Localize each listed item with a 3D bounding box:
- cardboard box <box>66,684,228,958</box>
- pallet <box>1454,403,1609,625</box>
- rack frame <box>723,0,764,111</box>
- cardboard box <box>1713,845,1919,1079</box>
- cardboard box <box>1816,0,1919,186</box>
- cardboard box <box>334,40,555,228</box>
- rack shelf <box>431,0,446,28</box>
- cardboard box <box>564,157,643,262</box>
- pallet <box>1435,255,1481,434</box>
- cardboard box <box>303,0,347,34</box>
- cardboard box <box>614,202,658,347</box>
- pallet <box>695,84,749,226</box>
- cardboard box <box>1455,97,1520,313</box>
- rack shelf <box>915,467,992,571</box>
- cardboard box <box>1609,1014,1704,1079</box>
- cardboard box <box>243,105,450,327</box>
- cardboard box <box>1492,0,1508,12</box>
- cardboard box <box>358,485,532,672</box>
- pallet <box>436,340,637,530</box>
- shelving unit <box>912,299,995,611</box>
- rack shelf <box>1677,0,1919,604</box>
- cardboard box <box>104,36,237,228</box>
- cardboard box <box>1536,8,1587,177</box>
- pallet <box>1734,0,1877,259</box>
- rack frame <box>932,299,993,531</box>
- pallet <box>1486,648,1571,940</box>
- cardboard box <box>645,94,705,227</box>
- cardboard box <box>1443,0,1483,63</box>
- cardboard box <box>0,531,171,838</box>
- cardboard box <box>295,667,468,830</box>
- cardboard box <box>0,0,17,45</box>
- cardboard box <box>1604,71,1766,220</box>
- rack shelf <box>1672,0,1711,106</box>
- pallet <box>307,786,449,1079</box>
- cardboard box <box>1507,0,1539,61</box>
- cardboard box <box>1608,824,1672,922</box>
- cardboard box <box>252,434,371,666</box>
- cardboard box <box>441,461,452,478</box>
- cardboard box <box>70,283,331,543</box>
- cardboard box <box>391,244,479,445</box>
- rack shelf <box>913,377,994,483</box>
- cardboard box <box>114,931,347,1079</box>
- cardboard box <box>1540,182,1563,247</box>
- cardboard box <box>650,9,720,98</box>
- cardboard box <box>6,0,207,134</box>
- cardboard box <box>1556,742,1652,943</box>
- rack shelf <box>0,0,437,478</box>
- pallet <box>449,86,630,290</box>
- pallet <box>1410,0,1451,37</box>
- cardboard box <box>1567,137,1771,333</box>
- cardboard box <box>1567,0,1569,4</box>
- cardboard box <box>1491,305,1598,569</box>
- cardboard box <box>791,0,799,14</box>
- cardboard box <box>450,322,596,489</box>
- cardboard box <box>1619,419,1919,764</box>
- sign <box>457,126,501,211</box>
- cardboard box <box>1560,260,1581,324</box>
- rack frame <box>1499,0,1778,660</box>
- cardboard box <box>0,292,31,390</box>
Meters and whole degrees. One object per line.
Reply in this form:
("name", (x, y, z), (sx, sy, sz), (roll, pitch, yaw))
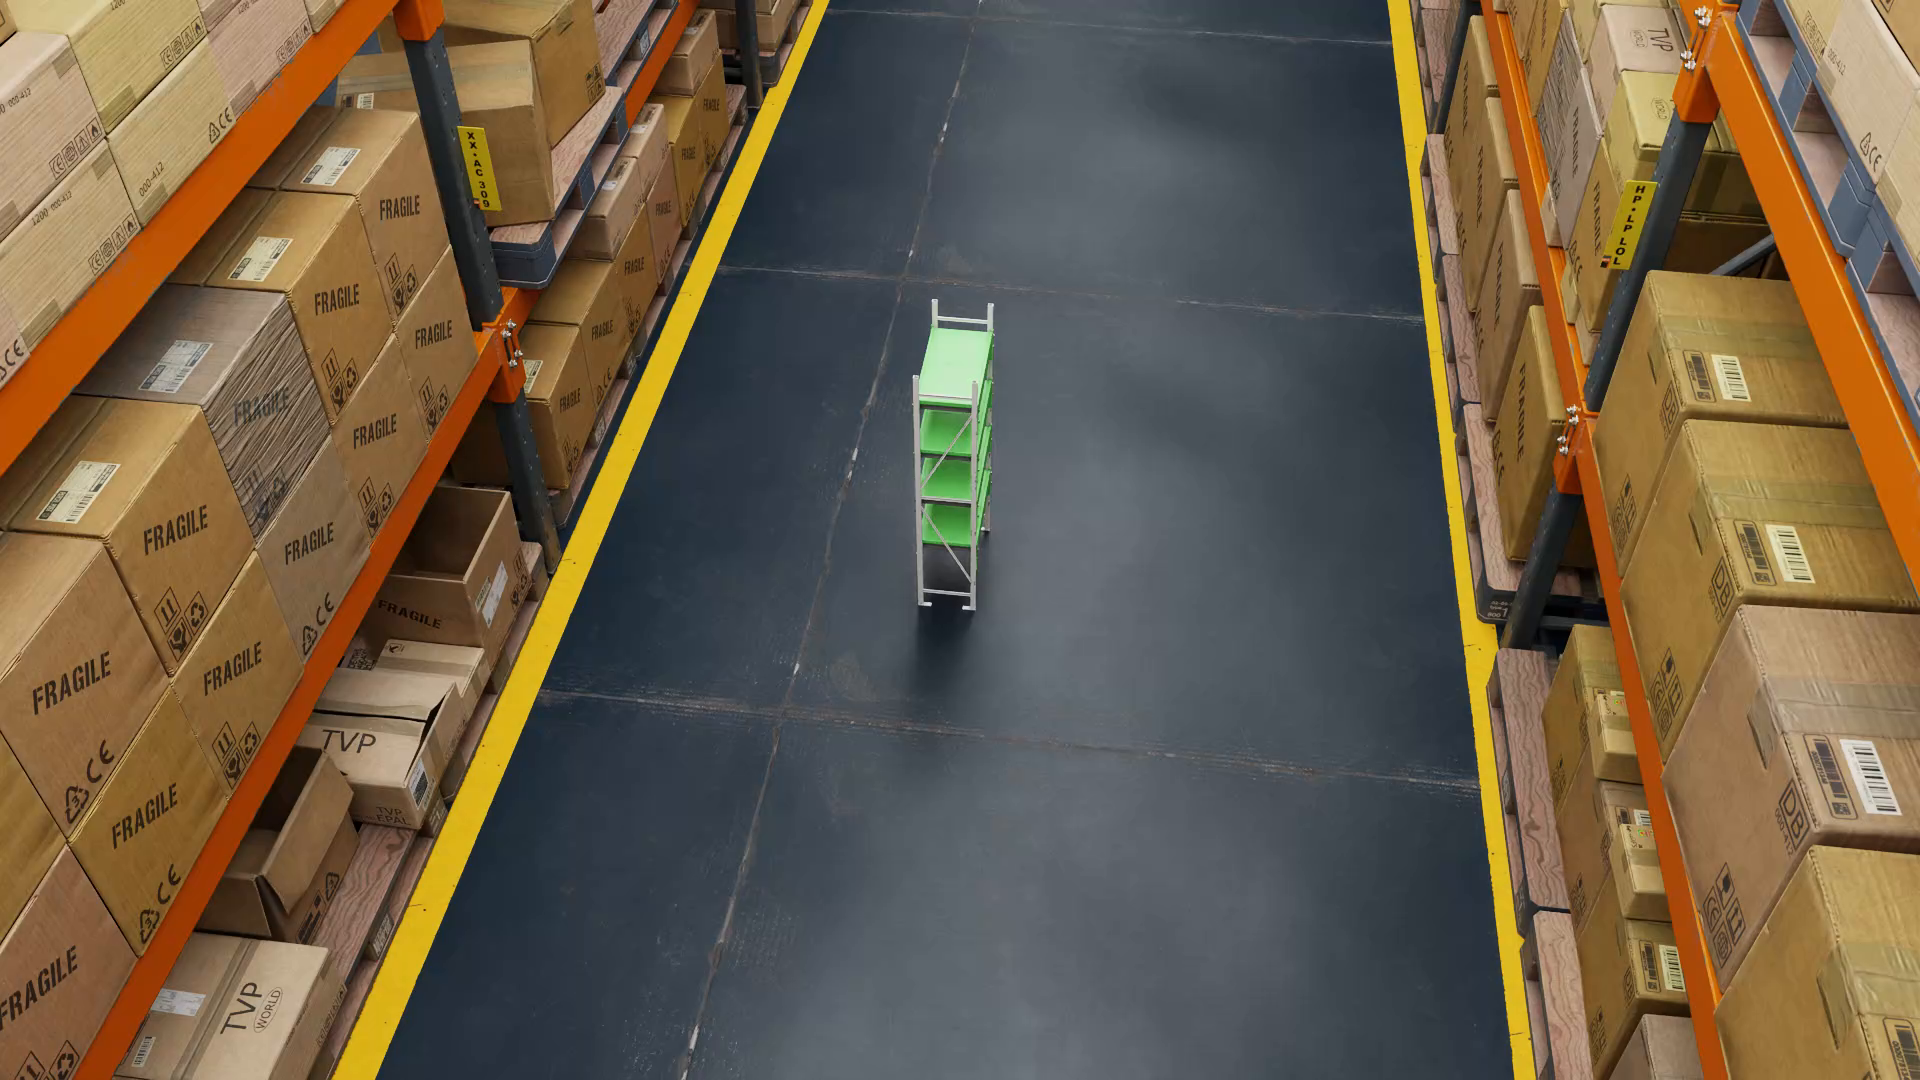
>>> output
("cardboard box", (-2.295, 0.694, 4.263), (0.500, 0.500, 0.500), (5, 44, 5))
("pallet", (2.719, -0.096, 7.198), (1.003, 0.211, 1.213), (5, 44, 6))
("rack frame", (-1.690, -3.750, 9.029), (1.000, 3.000, 0.127), (5, 44, 6))
("cardboard box", (2.306, 1.196, 3.587), (0.980, 0.700, 0.700), (5, 44, 5))
("cardboard box", (2.258, -1.007, 3.681), (0.500, 0.250, 0.500), (4, 44, 5))
("cardboard box", (-1.934, -1.515, 6.290), (0.700, 0.500, 0.500), (-8, 44, -9))
("rack shelf", (-1.954, -3.215, 6.805), (1.077, 0.370, 4.000), (5, 44, 6))
("cardboard box", (-1.781, -1.537, 7.645), (0.500, 0.250, 0.500), (5, 44, 6))
("pallet", (2.878, -0.930, 8.079), (1.003, 0.211, 1.213), (5, 44, 6))
("cardboard box", (-2.019, -1.703, 4.794), (0.500, 0.250, 0.500), (5, 44, 6))
("cardboard box", (-1.780, -1.288, 7.927), (0.500, 0.500, 0.500), (6, 44, 6))
("pallet", (-1.826, -2.232, 9.454), (1.003, 0.211, 1.213), (5, 44, 6))
("cardboard box", (2.871, -1.588, 8.004), (0.750, 0.750, 0.750), (5, 44, 5))
("rack shelf", (-0.022, -0.102, 6.927), (0.258, 0.148, 0.480), (5, 44, 6))
("cardboard box", (2.288, 1.735, 4.749), (0.700, 0.500, 0.500), (4, 44, 4))
("cardboard box", (-2.029, -1.055, 5.383), (0.500, 0.500, 0.500), (5, 44, 6))
("cardboard box", (2.787, -2.671, 8.057), (0.380, 0.149, 0.250), (6, 44, 7))
("cardboard box", (-2.013, 0.138, 6.421), (0.500, 0.500, 0.500), (5, 44, 6))
("pallet", (-2.149, -0.569, 7.698), (1.003, 0.211, 1.213), (5, 44, 6))
("shelving unit", (-0.022, -0.323, 6.718), (0.258, 1.200, 0.503), (5, 44, 6))
("rack shelf", (2.427, -0.041, 3.453), (1.077, 0.370, 4.000), (5, 44, 6))
("cardboard box", (-2.154, -1.022, 4.075), (0.500, 0.250, 0.500), (5, 44, 6))
("cardboard box", (2.636, -1.755, 6.619), (0.500, 0.500, 0.500), (5, 44, 6))
("pallet", (2.573, -1.077, 4.088), (1.003, 0.211, 1.213), (5, 44, 6))
("rack frame", (0.010, -0.489, 6.894), (0.240, 1.200, 0.015), (5, 44, 6))
("pallet", (2.514, 0.948, 6.096), (1.003, 0.211, 1.213), (5, 44, 6))
("cardboard box", (-1.650, -1.991, 8.669), (0.500, 0.500, 0.500), (4, 44, 4))
("cardboard box", (3.264, -3.050, 9.787), (0.700, 0.500, 0.500), (6, 44, 6))
("cardboard box", (-2.295, 0.327, 3.923), (0.500, 0.500, 0.500), (6, 44, 6))
("cardboard box", (-2.112, 0.718, 5.946), (0.500, 0.311, 0.500), (5, 44, 6))
("cardboard box", (-2.427, -1.154, 3.305), (0.700, 0.500, 0.500), (5, 44, 6))
("cardboard box", (2.500, -1.342, 5.636), (0.500, 0.250, 0.500), (6, 44, 7))
("rack shelf", (2.956, -2.767, 6.332), (1.077, 0.370, 4.000), (5, 44, 6))
("pallet", (-2.469, 1.291, 5.734), (1.003, 0.211, 1.213), (5, 44, 6))
("cardboard box", (2.758, -2.452, 7.354), (0.500, 0.500, 0.500), (5, 44, 5))
("cardboard box", (2.196, 1.016, 5.036), (0.380, 0.149, 0.250), (4, 44, 4))
("cardboard box", (-2.163, 0.006, 4.990), (0.500, 0.500, 0.500), (6, 44, 6))
("cardboard box", (-2.438, -0.638, 7.241), (0.500, 0.500, 0.500), (5, 44, 5))
("cardboard box", (-2.161, -0.362, 4.651), (0.500, 0.500, 0.500), (6, 44, 6))
("cardboard box", (-2.031, -0.696, 5.731), (0.500, 0.500, 0.500), (6, 44, 6))
("rack shelf", (-0.022, -0.451, 6.597), (0.258, 0.148, 0.480), (5, 44, 6))
("cardboard box", (-2.262, 1.515, 5.149), (0.500, 0.250, 0.500), (5, 44, 6))
("cardboard box", (2.521, -1.280, 6.589), (0.380, 0.149, 0.250), (5, 44, 6))
("cardboard box", (-1.584, -2.577, 8.742), (0.500, 0.250, 0.500), (7, 44, 7))
("cardboard box", (-2.152, -1.203, 3.903), (0.500, 0.250, 0.500), (5, 44, 6))
("cardboard box", (2.422, 1.021, 5.502), (0.700, 0.500, 0.500), (5, 44, 5))
("rack shelf", (-2.483, -0.489, 3.926), (1.077, 0.370, 4.000), (5, 44, 6))
("pallet", (-2.005, -1.489, 6.780), (1.003, 0.211, 1.213), (5, 44, 6))
("pallet", (3.489, -3.651, 10.953), (1.003, 0.211, 1.213), (5, 44, 6))
("cardboard box", (2.503, -1.065, 5.890), (0.500, 0.500, 0.500), (5, 44, 5))
("cardboard box", (2.711, -2.384, 6.737), (0.500, 0.250, 0.500), (4, 44, 5))
("cardboard box", (2.649, -0.403, 6.752), (0.750, 0.750, 0.750), (6, 44, 6))
("cardboard box", (-1.264, -3.577, 10.540), (0.500, 0.250, 0.500), (4, 44, 4))
("cardboard box", (-1.913, -0.584, 7.183), (0.500, 0.500, 0.500), (3, 44, 4))
("cardboard box", (2.502, 0.180, 4.660), (0.980, 0.700, 0.700), (4, 44, 4))
("sign", (-1.680, -1.294, 5.805), (0.100, 0.325, 0.005), (5, 44, 6))
("cardboard box", (2.466, -0.922, 6.211), (0.380, 0.149, 0.250), (6, 44, 6))
("rack frame", (2.692, -0.576, 5.677), (1.000, 3.000, 0.127), (5, 44, 6))
("cardboard box", (-2.284, -0.340, 3.355), (0.500, 0.250, 0.500), (5, 44, 6))
